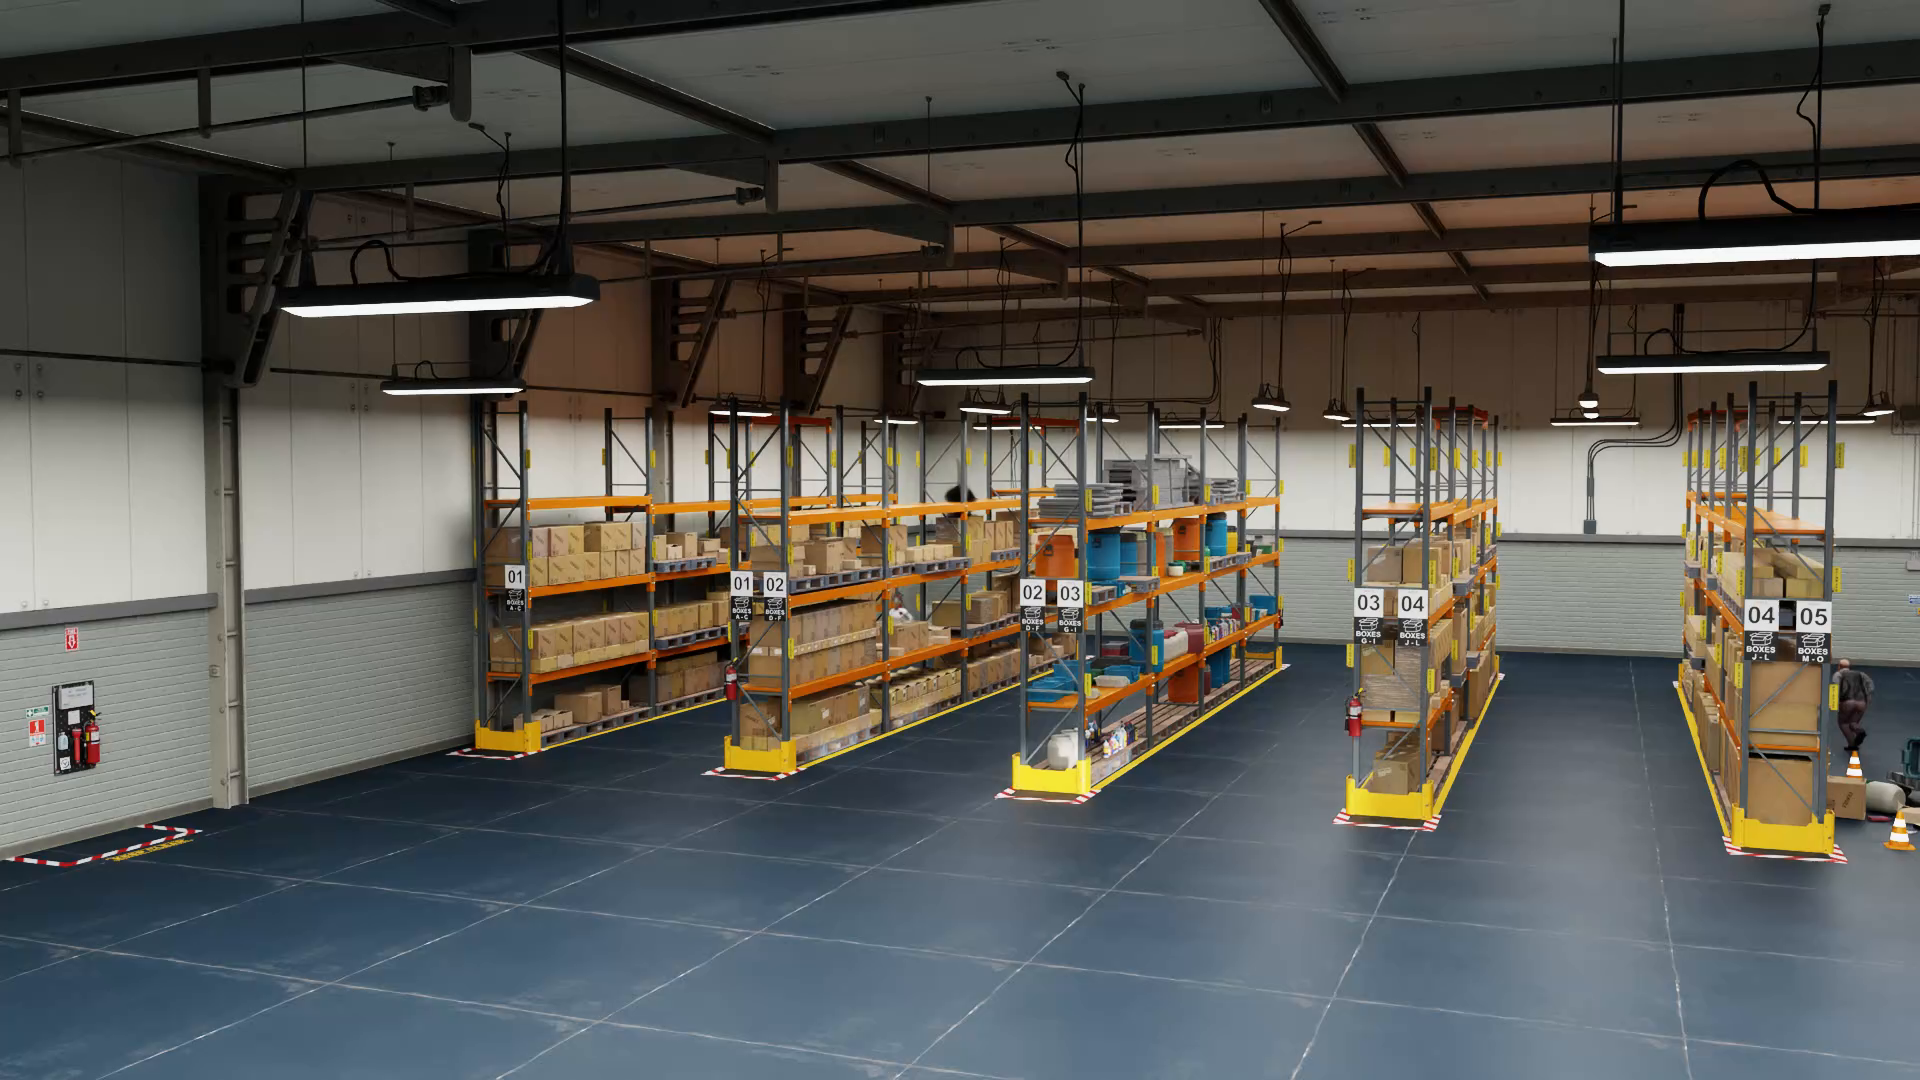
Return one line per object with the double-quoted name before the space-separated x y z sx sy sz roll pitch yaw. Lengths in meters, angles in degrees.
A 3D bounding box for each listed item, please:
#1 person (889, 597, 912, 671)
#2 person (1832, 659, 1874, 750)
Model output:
"person" -1.485 2.219 39.703 0.571 1.741 0.845 1 3 19
"person" 15.400 2.853 28.644 0.677 1.539 0.879 0 3 5
